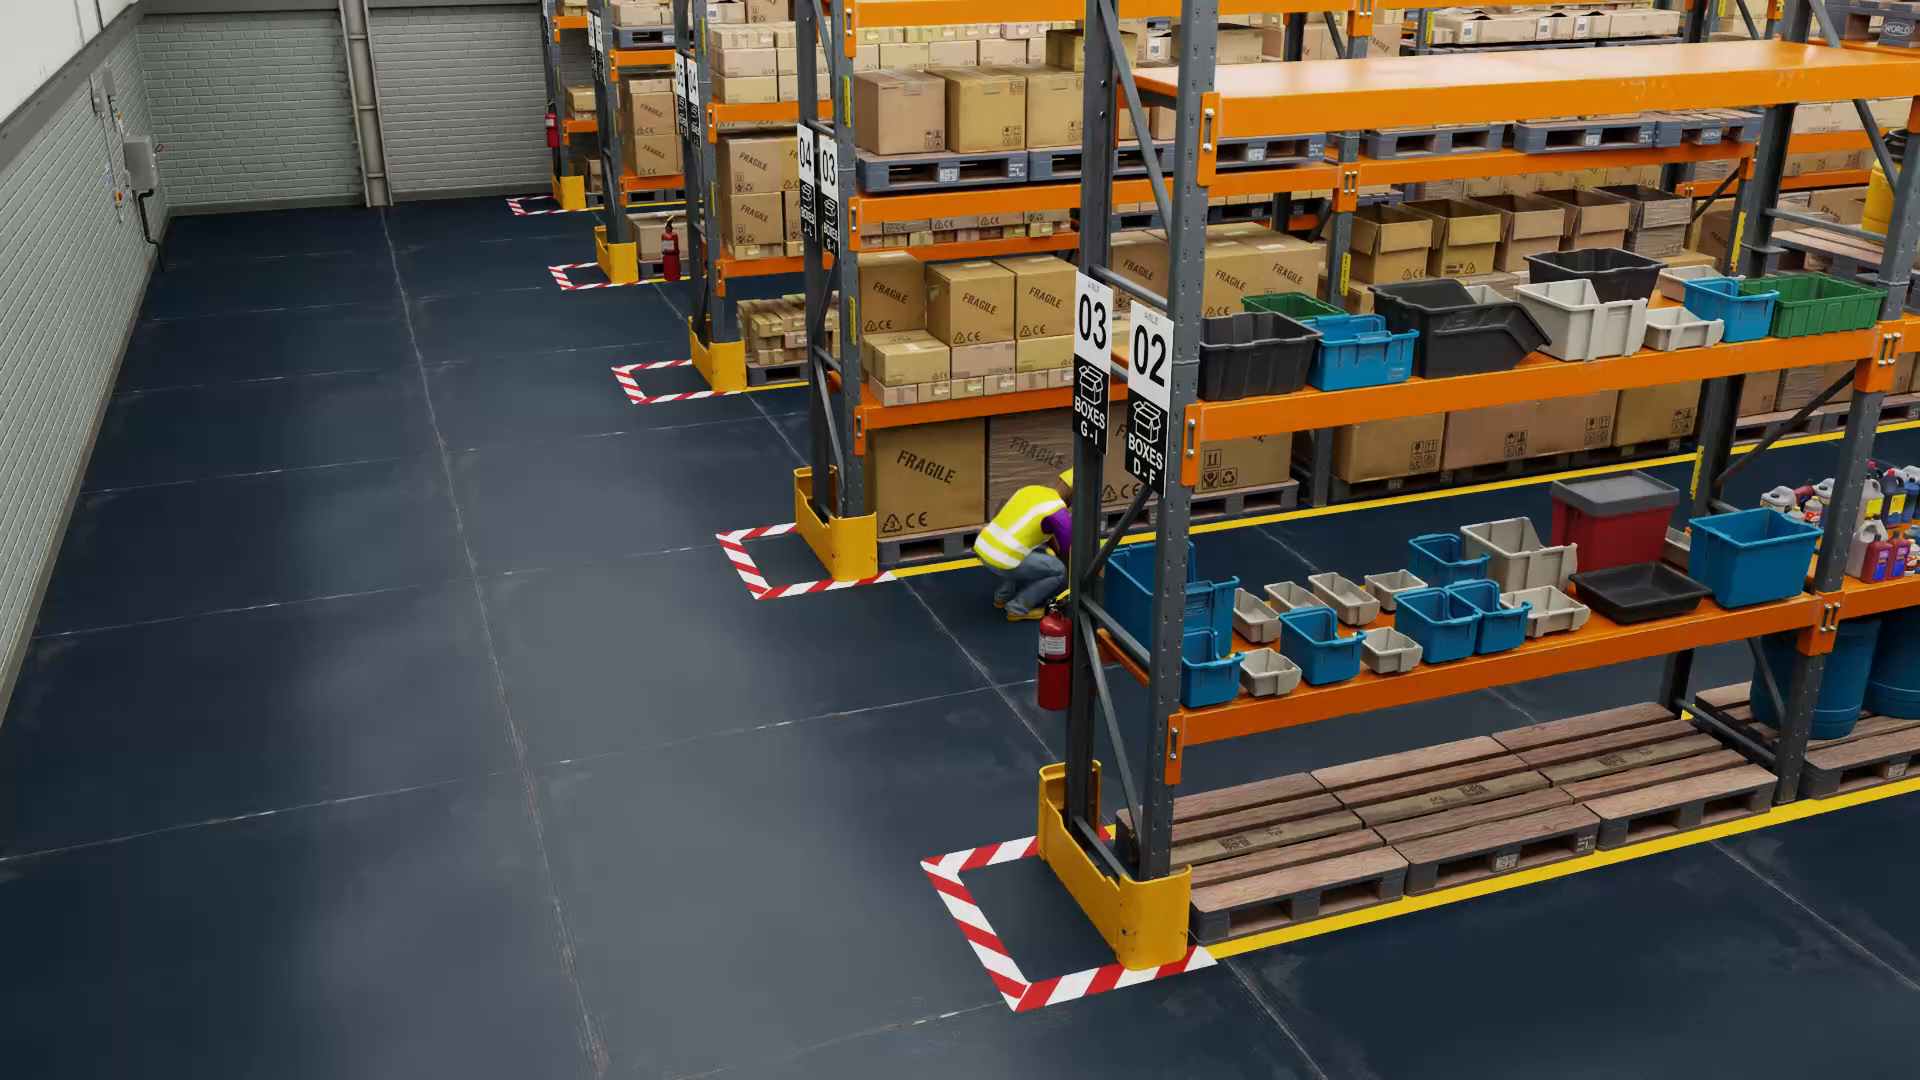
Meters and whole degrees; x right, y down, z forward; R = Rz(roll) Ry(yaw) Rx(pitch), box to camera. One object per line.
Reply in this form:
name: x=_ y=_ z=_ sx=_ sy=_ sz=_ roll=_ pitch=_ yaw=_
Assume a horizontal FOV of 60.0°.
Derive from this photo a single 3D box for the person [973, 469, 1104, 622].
person: x=0.537 y=0.017 z=11.781 sx=0.901 sy=1.000 sz=0.585 roll=-8 pitch=24 yaw=-19
